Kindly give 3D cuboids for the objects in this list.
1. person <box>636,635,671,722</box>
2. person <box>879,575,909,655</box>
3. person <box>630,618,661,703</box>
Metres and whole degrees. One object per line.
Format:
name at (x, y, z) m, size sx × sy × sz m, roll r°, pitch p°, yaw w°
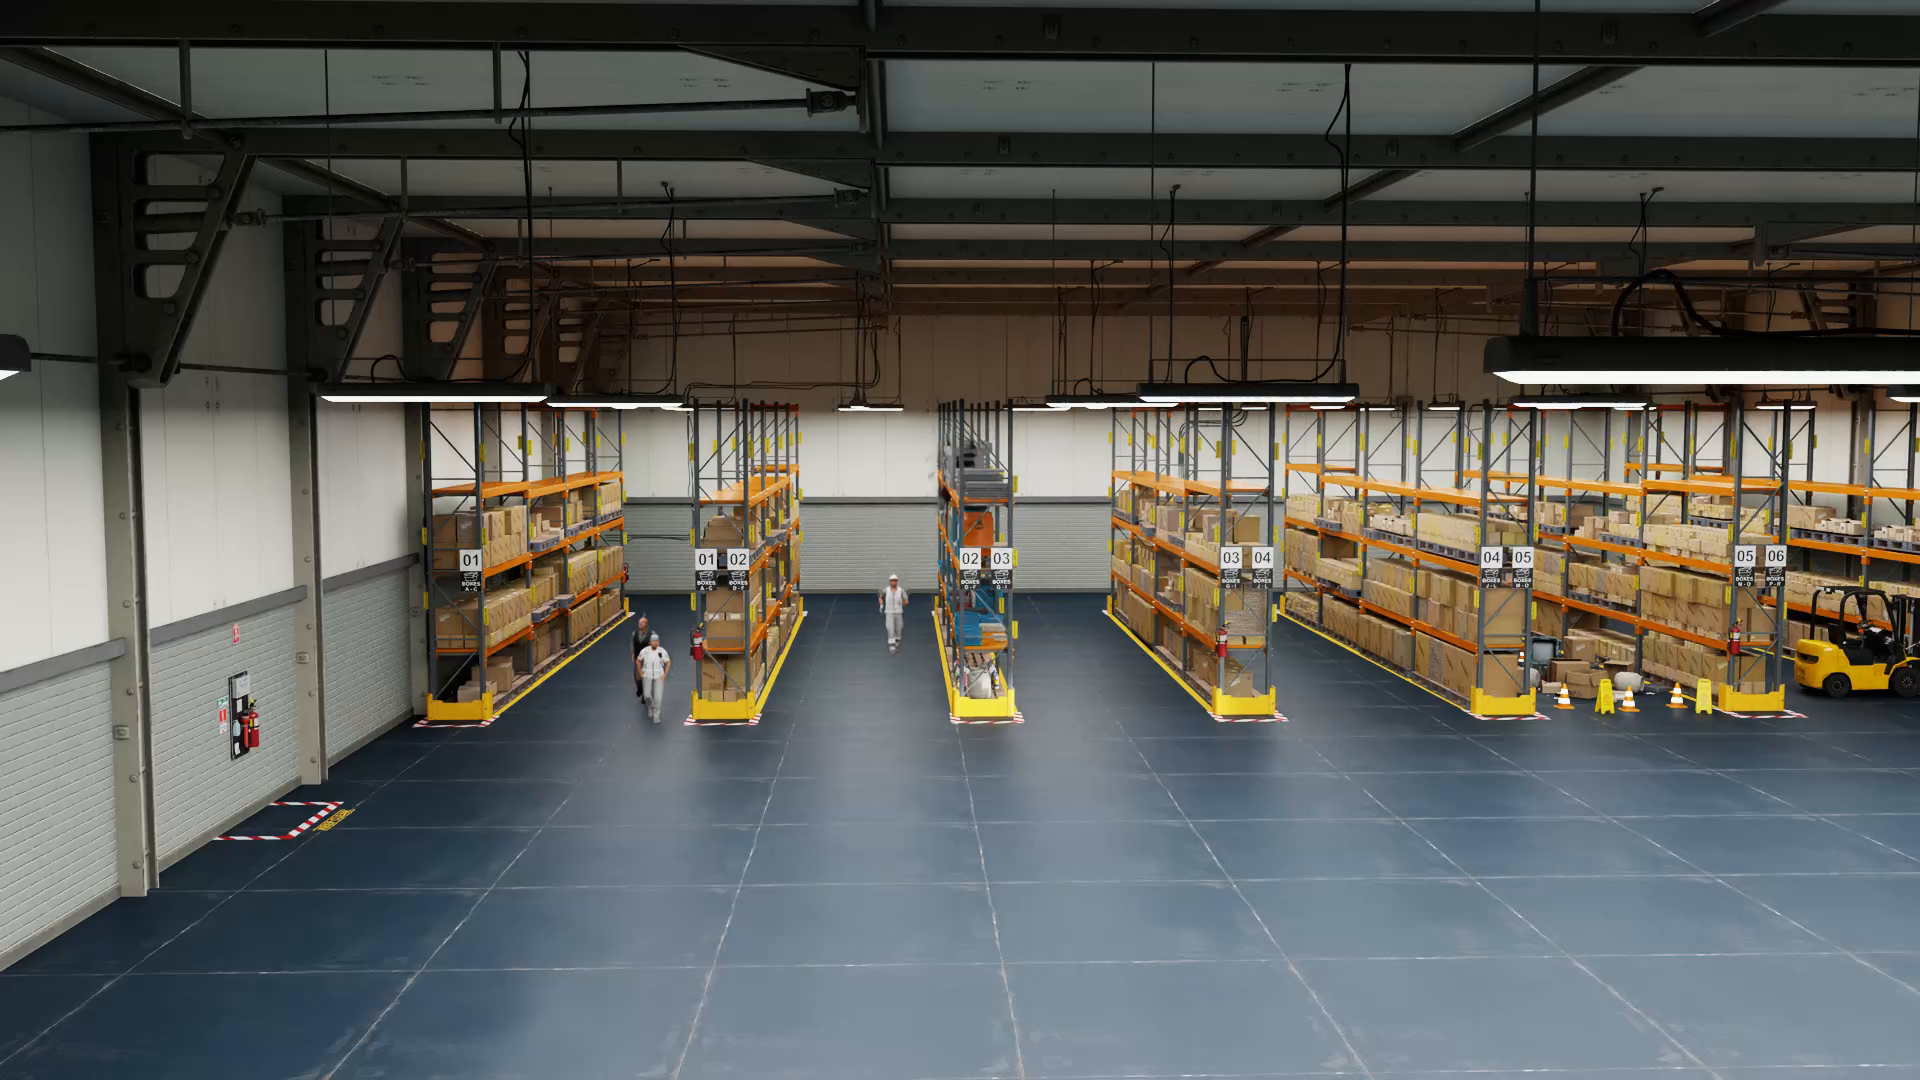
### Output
person at (-5.704, 2.574, 30.891) m, size 0.617 × 1.634 × 0.510 m, roll -1°, pitch 4°, yaw -8°
person at (-1.484, 1.691, 37.528) m, size 0.653 × 1.797 × 0.893 m, roll 0°, pitch 4°, yaw -6°
person at (-6.247, 2.385, 32.938) m, size 0.653 × 1.693 × 0.615 m, roll 0°, pitch 4°, yaw 4°
